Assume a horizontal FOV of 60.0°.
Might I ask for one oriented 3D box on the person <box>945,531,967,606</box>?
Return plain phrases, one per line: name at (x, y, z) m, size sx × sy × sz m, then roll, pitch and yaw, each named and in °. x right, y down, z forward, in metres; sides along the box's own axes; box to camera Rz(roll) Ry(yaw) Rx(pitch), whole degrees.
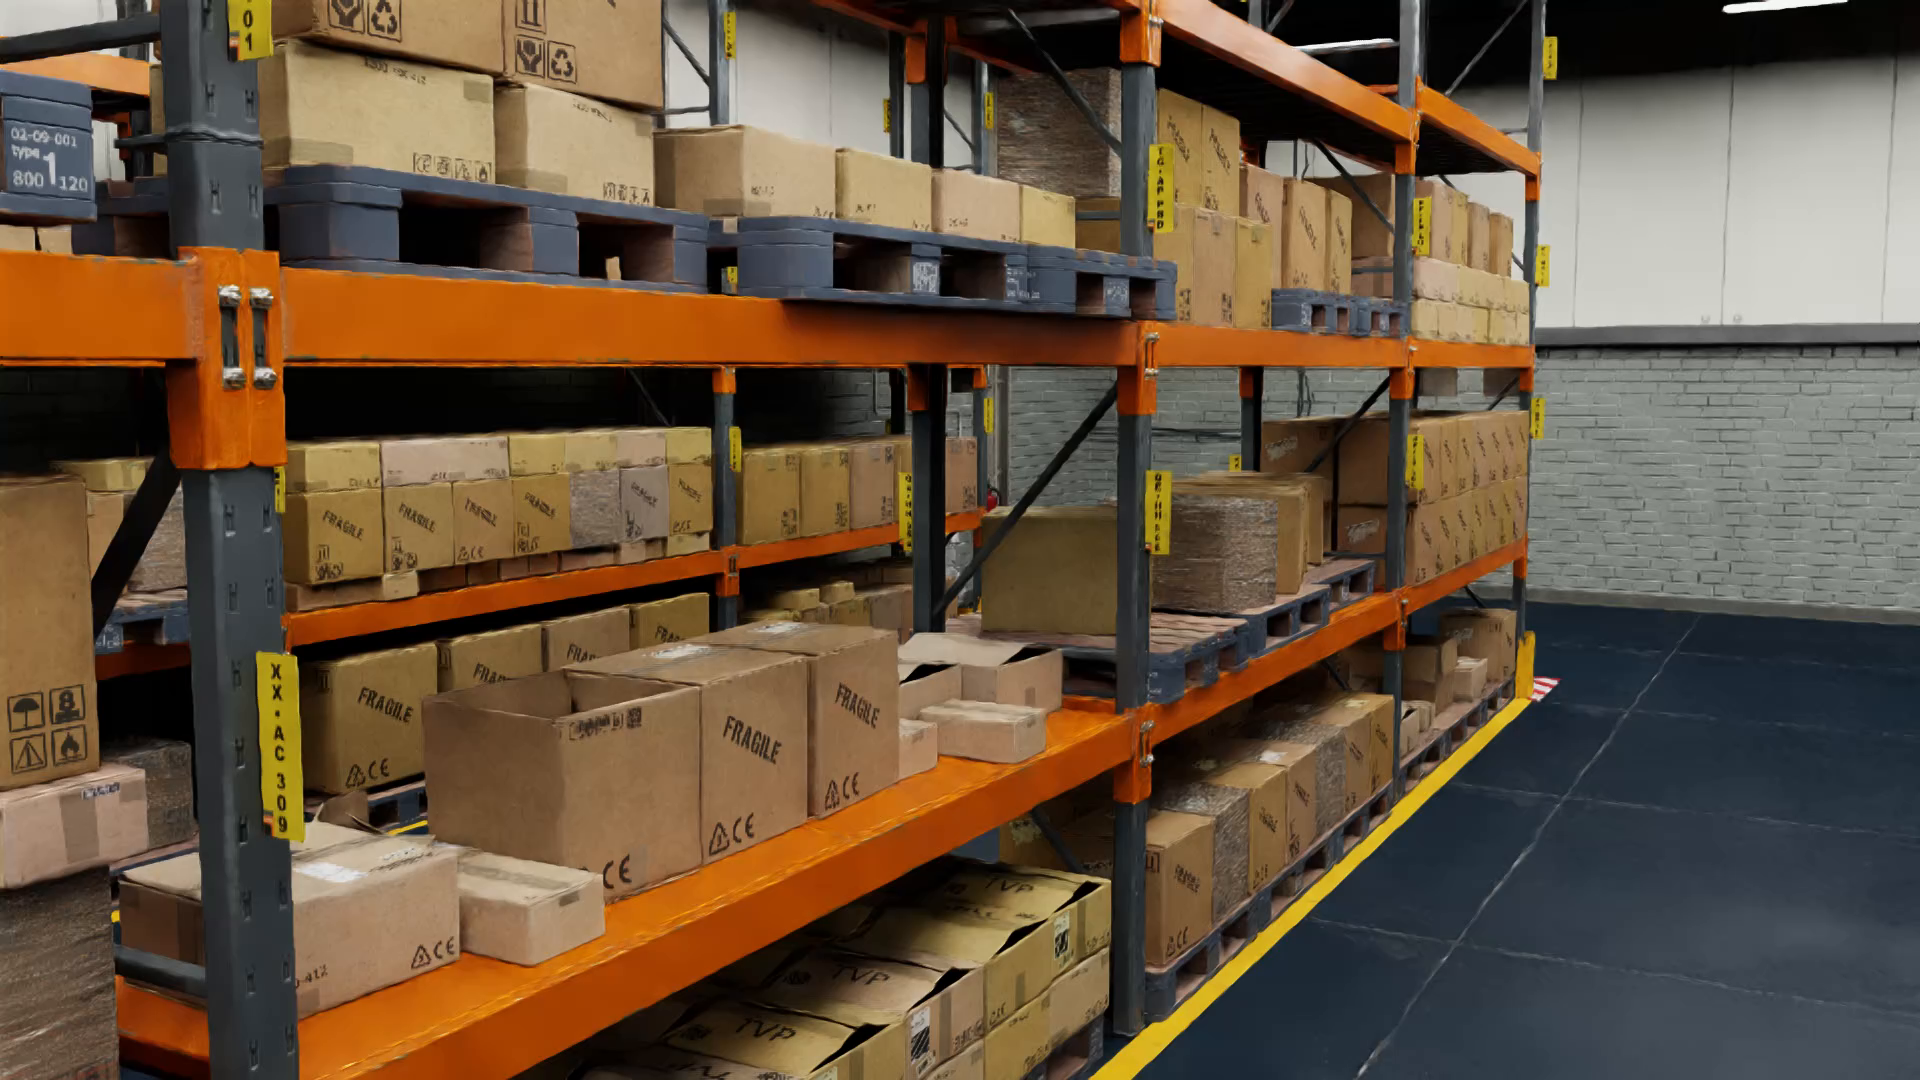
person at (-0.248, -0.078, 17.726) m, size 0.555 × 1.779 × 0.791 m, roll 3°, pitch 7°, yaw 29°
